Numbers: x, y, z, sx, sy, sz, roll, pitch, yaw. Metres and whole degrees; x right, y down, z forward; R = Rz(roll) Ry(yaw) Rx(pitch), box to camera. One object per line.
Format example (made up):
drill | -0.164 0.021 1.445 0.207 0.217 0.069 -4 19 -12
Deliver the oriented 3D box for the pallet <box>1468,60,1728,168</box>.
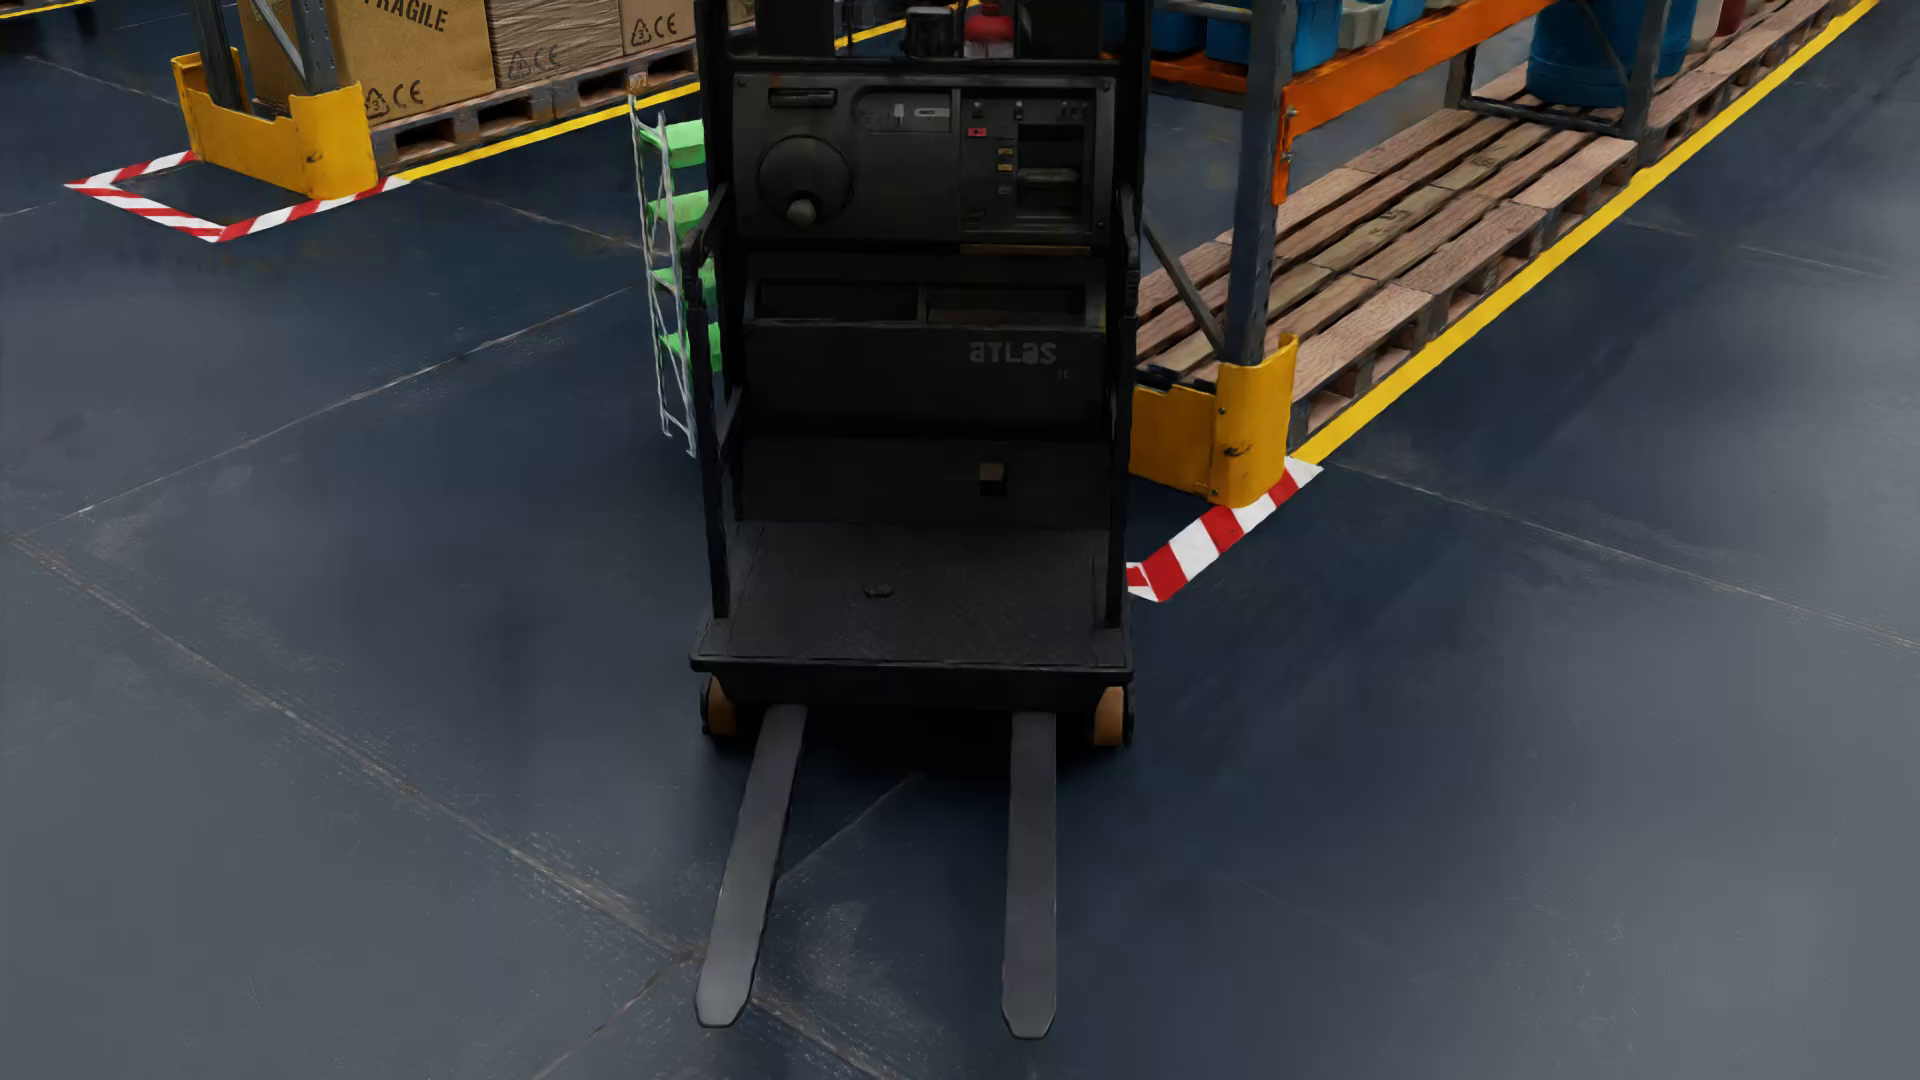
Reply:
pallet | 3.466 -2.370 9.042 1.003 0.211 1.213 21 37 31

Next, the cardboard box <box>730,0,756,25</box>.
cardboard box | -1.444 -3.816 10.419 0.875 0.875 0.875 21 37 31

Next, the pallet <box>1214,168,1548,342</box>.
pallet | 1.818 -1.260 7.170 1.003 0.211 1.213 21 37 31

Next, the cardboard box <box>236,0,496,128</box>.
cardboard box | -3.074 -2.719 8.567 0.875 0.875 0.875 21 37 31

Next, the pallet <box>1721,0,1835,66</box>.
pallet | 4.939 -3.362 10.715 1.003 0.211 1.213 21 37 31

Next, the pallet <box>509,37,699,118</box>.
pallet | -2.239 -2.810 9.785 1.003 0.211 1.213 21 37 31

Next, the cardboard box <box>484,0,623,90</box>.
cardboard box | -2.525 -3.088 9.191 0.875 0.875 0.875 21 37 31

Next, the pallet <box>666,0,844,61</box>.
pallet | -1.503 -3.308 10.626 1.003 0.211 1.213 21 37 31

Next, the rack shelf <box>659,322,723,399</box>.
rack shelf | -0.779 -0.659 5.781 0.480 0.148 0.258 -19 36 -29

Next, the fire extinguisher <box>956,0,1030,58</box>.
fire extinguisher | 0.099 -1.528 5.327 0.296 0.674 0.183 21 37 31

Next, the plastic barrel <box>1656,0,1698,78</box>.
plastic barrel | 3.736 -3.050 9.101 0.600 0.901 0.708 21 37 31

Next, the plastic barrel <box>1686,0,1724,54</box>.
plastic barrel | 4.148 -3.085 9.541 0.421 0.512 0.421 0 31 0

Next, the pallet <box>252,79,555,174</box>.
pallet | -2.976 -2.317 8.952 1.003 0.211 1.213 21 37 31

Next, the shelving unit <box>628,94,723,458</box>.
shelving unit | -0.779 -0.921 5.626 0.503 1.200 0.258 -19 36 -29

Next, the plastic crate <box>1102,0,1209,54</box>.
plastic crate | 0.606 -1.878 5.382 0.616 0.435 0.499 21 37 31

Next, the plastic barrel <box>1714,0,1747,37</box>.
plastic barrel | 4.418 -3.375 9.956 0.600 0.588 0.708 21 37 31

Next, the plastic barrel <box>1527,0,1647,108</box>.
plastic barrel | 3.309 -2.763 8.616 0.600 0.901 0.708 21 37 31

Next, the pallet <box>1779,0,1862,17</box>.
pallet | 5.880 -3.998 11.789 1.003 0.211 1.213 21 37 31

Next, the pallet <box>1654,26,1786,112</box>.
pallet | 4.202 -2.868 9.882 1.003 0.211 1.213 21 37 31

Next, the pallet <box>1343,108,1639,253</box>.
pallet | 2.554 -1.758 8.010 1.003 0.211 1.213 21 37 31

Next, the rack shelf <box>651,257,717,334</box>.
rack shelf | -0.779 -0.866 5.659 0.480 0.148 0.258 -19 36 -29

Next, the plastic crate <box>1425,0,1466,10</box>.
plastic crate | 1.633 -1.935 5.773 0.250 0.136 0.298 21 37 31

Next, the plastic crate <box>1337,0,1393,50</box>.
plastic crate | 1.223 -1.659 5.307 0.250 0.136 0.298 21 37 31

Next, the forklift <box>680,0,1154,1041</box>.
forklift | -0.099 -0.890 3.877 1.130 2.935 3.031 1 31 2

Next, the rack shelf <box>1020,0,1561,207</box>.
rack shelf | 1.760 -2.146 6.635 1.077 0.370 4.000 21 37 31

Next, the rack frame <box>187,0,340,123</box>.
rack frame | -3.396 -3.167 7.652 1.000 3.000 0.127 21 37 31

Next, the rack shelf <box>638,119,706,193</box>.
rack shelf | -0.779 -1.279 5.415 0.480 0.148 0.258 -19 36 -29

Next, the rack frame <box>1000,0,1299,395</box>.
rack frame | 0.552 -1.643 5.080 1.000 3.000 0.127 21 37 31

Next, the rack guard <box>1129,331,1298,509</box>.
rack guard | 0.548 -0.554 5.694 1.175 0.500 0.348 21 37 31

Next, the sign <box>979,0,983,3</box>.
sign | 0.104 -1.876 5.313 0.100 0.325 0.005 21 37 31

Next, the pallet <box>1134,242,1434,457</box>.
pallet | 1.081 -0.767 6.336 1.003 0.211 1.213 21 37 31

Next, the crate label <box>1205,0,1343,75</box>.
crate label | 0.964 -1.596 5.106 0.416 0.233 0.303 21 37 31

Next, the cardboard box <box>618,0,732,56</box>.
cardboard box | -1.987 -3.450 9.802 0.875 0.875 0.875 21 37 31

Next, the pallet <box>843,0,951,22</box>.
pallet | -0.576 -3.930 11.675 1.003 0.211 1.213 21 37 31

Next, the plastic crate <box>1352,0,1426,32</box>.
plastic crate | 1.361 -1.863 5.557 0.416 0.233 0.300 21 37 31

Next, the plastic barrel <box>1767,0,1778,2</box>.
plastic barrel | 5.100 -3.938 10.669 0.600 0.830 0.708 21 37 31

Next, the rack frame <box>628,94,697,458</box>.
rack frame | -0.981 -0.851 5.509 0.015 1.200 0.240 -19 36 -29

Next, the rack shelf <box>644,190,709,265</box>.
rack shelf | -0.779 -1.072 5.537 0.480 0.148 0.258 -19 36 -29

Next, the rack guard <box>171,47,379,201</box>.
rack guard | -3.411 -2.082 8.273 1.175 0.500 0.348 21 37 31

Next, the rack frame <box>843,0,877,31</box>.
rack frame | -0.982 -4.793 10.396 1.000 3.000 0.127 21 37 31

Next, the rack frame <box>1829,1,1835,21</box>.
rack frame | 5.381 -4.895 10.567 1.000 3.000 0.127 21 37 31

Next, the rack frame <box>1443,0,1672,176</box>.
rack frame | 2.967 -3.269 7.823 1.000 3.000 0.127 21 37 31

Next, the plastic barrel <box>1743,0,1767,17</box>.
plastic barrel | 4.830 -3.544 10.316 0.421 0.512 0.421 0 31 0
